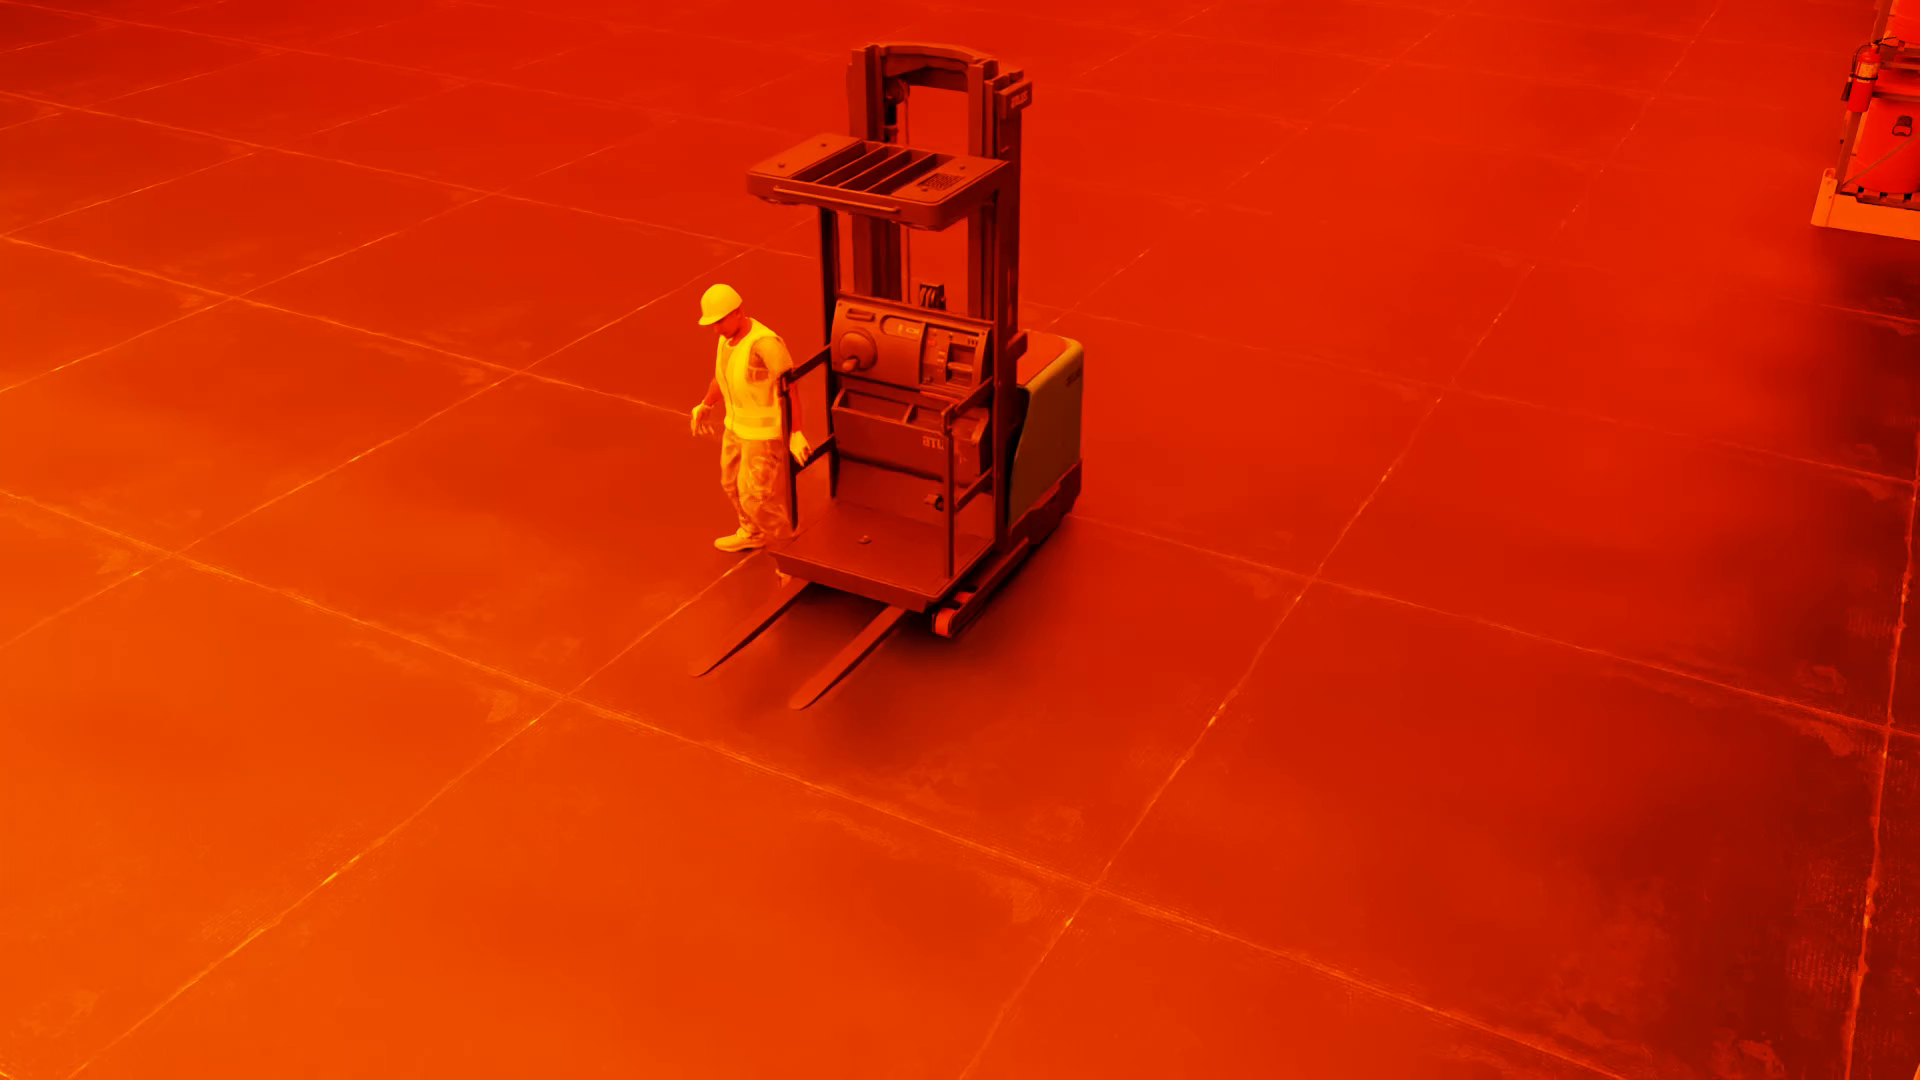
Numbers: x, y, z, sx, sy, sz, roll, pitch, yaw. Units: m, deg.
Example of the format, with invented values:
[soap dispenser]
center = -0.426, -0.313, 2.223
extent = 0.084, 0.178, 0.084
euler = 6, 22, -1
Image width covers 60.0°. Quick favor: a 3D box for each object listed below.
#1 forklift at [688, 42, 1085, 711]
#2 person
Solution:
[forklift]
center = -0.374, -0.991, 8.788
extent = 1.130, 2.935, 3.031
euler = 15, 33, 24
[person]
center = -1.194, -0.599, 9.311
extent = 0.450, 1.733, 0.937
euler = -20, 35, -30
